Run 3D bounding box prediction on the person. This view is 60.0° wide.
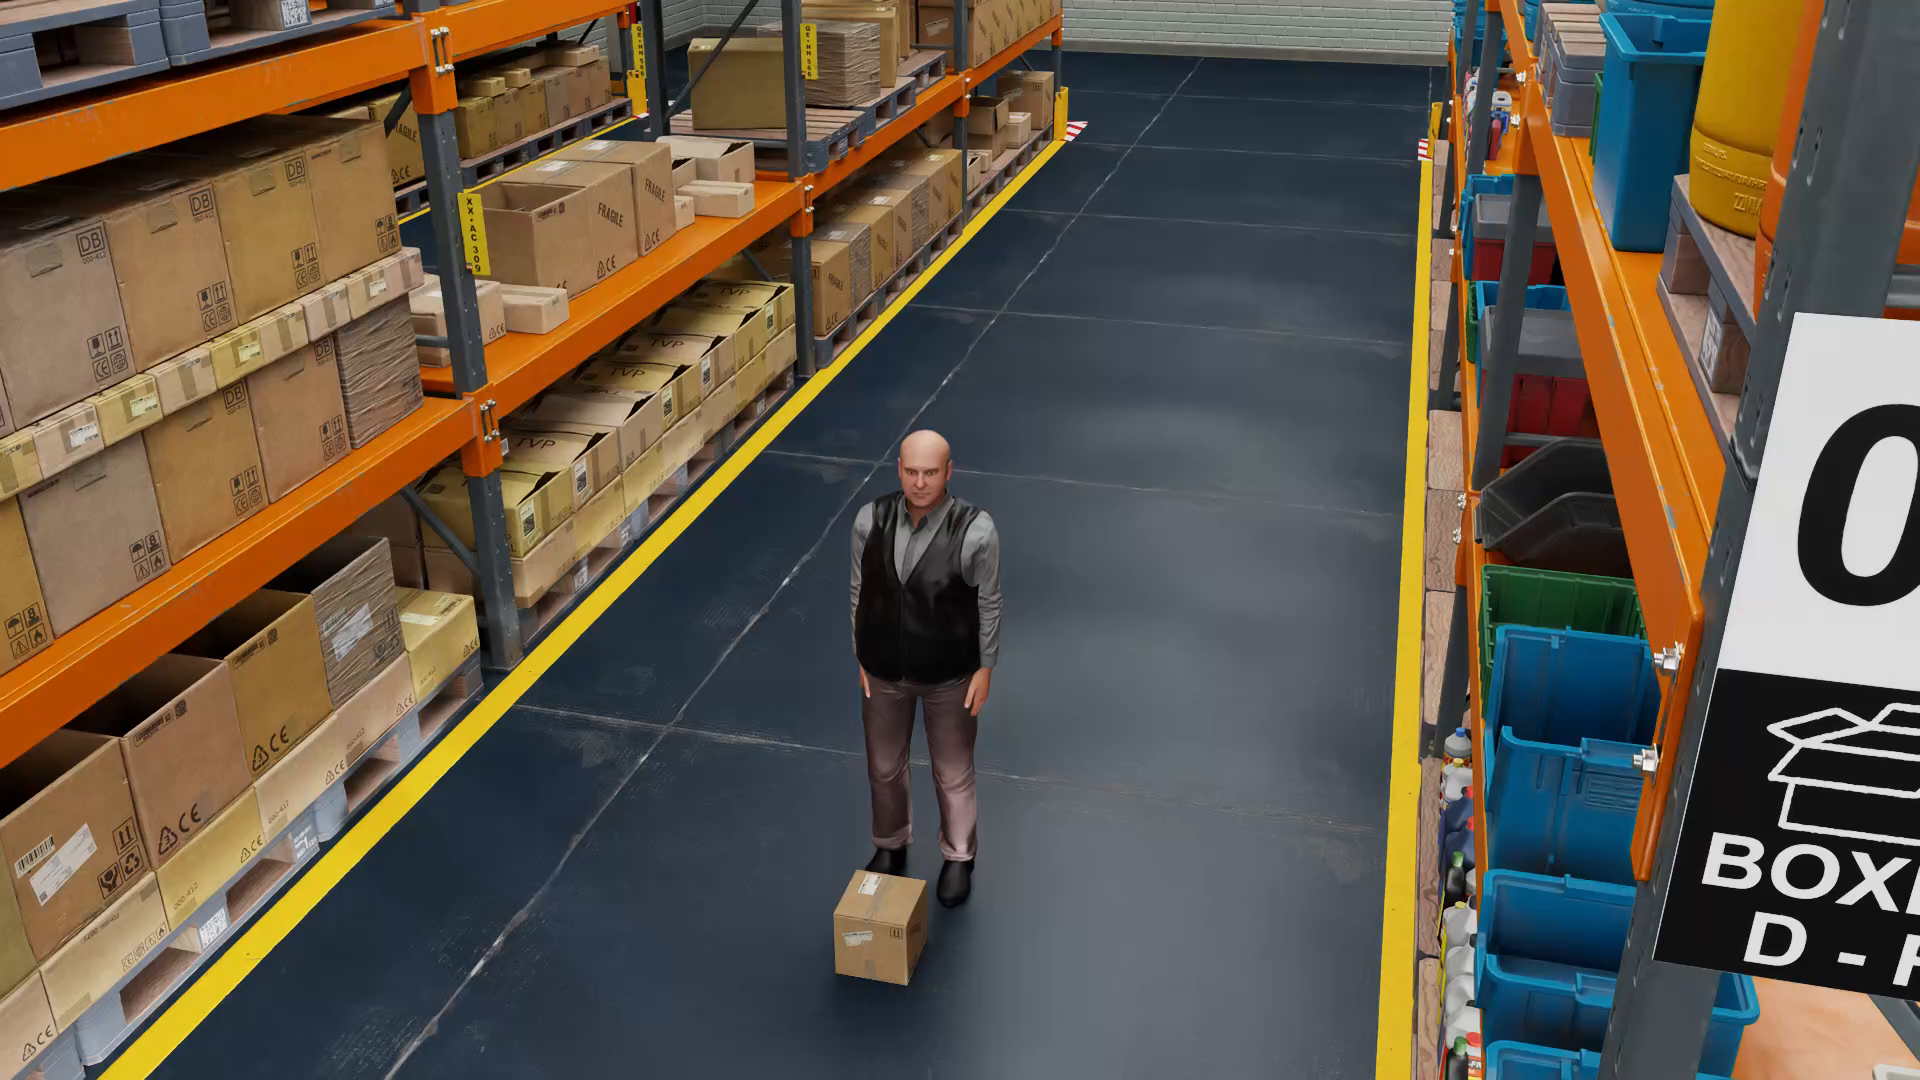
[{"bbox_3d":[-0.123,0.447,5.697,0.532,1.722,0.358,7,26,14],"label":"person"}]
